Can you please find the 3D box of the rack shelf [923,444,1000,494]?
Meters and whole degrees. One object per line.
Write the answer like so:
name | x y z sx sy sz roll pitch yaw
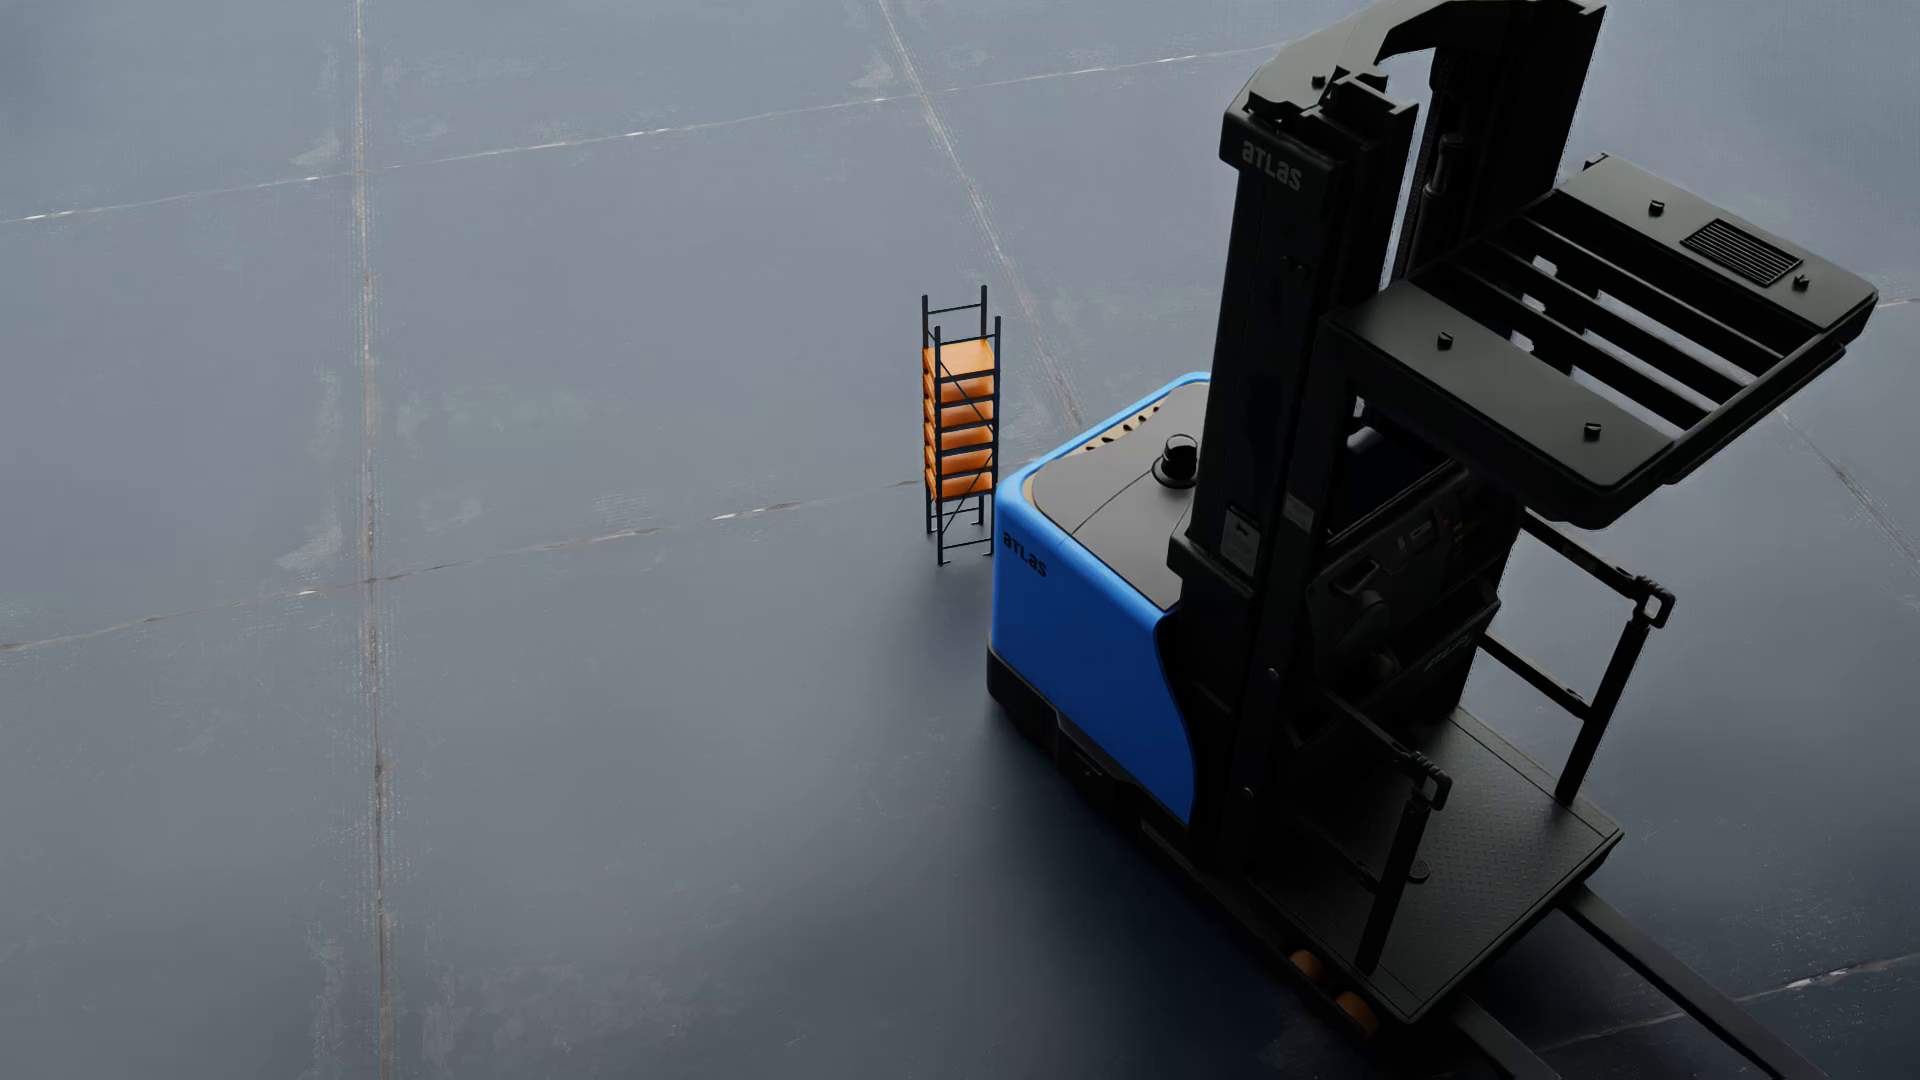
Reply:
rack shelf | 0.004 -0.295 6.429 0.258 0.103 0.180 -11 47 -10

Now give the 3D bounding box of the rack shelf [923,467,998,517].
rack shelf | 0.004 -0.211 6.515 0.258 0.103 0.180 -11 47 -10

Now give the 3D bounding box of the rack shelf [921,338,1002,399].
rack shelf | 0.004 -0.631 6.086 0.258 0.103 0.180 -11 47 -10

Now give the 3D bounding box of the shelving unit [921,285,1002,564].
shelving unit | 0.004 -0.410 6.312 0.258 1.200 0.189 -11 47 -10

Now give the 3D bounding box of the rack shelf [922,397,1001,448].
rack shelf | 0.004 -0.463 6.258 0.258 0.103 0.180 -11 47 -10

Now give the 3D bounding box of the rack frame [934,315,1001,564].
rack frame | 0.027 -0.347 6.250 0.240 1.200 0.006 -11 47 -10

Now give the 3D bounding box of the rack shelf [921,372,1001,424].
rack shelf | 0.004 -0.547 6.172 0.258 0.103 0.180 -11 47 -10

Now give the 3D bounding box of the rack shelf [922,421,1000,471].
rack shelf | 0.004 -0.379 6.343 0.258 0.103 0.180 -11 47 -10

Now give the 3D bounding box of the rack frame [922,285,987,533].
rack frame | -0.020 -0.473 6.374 0.240 1.200 0.006 -11 47 -10

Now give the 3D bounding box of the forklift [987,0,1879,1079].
forklift | 1.424 0.138 4.563 1.130 2.935 3.031 -31 53 -27
